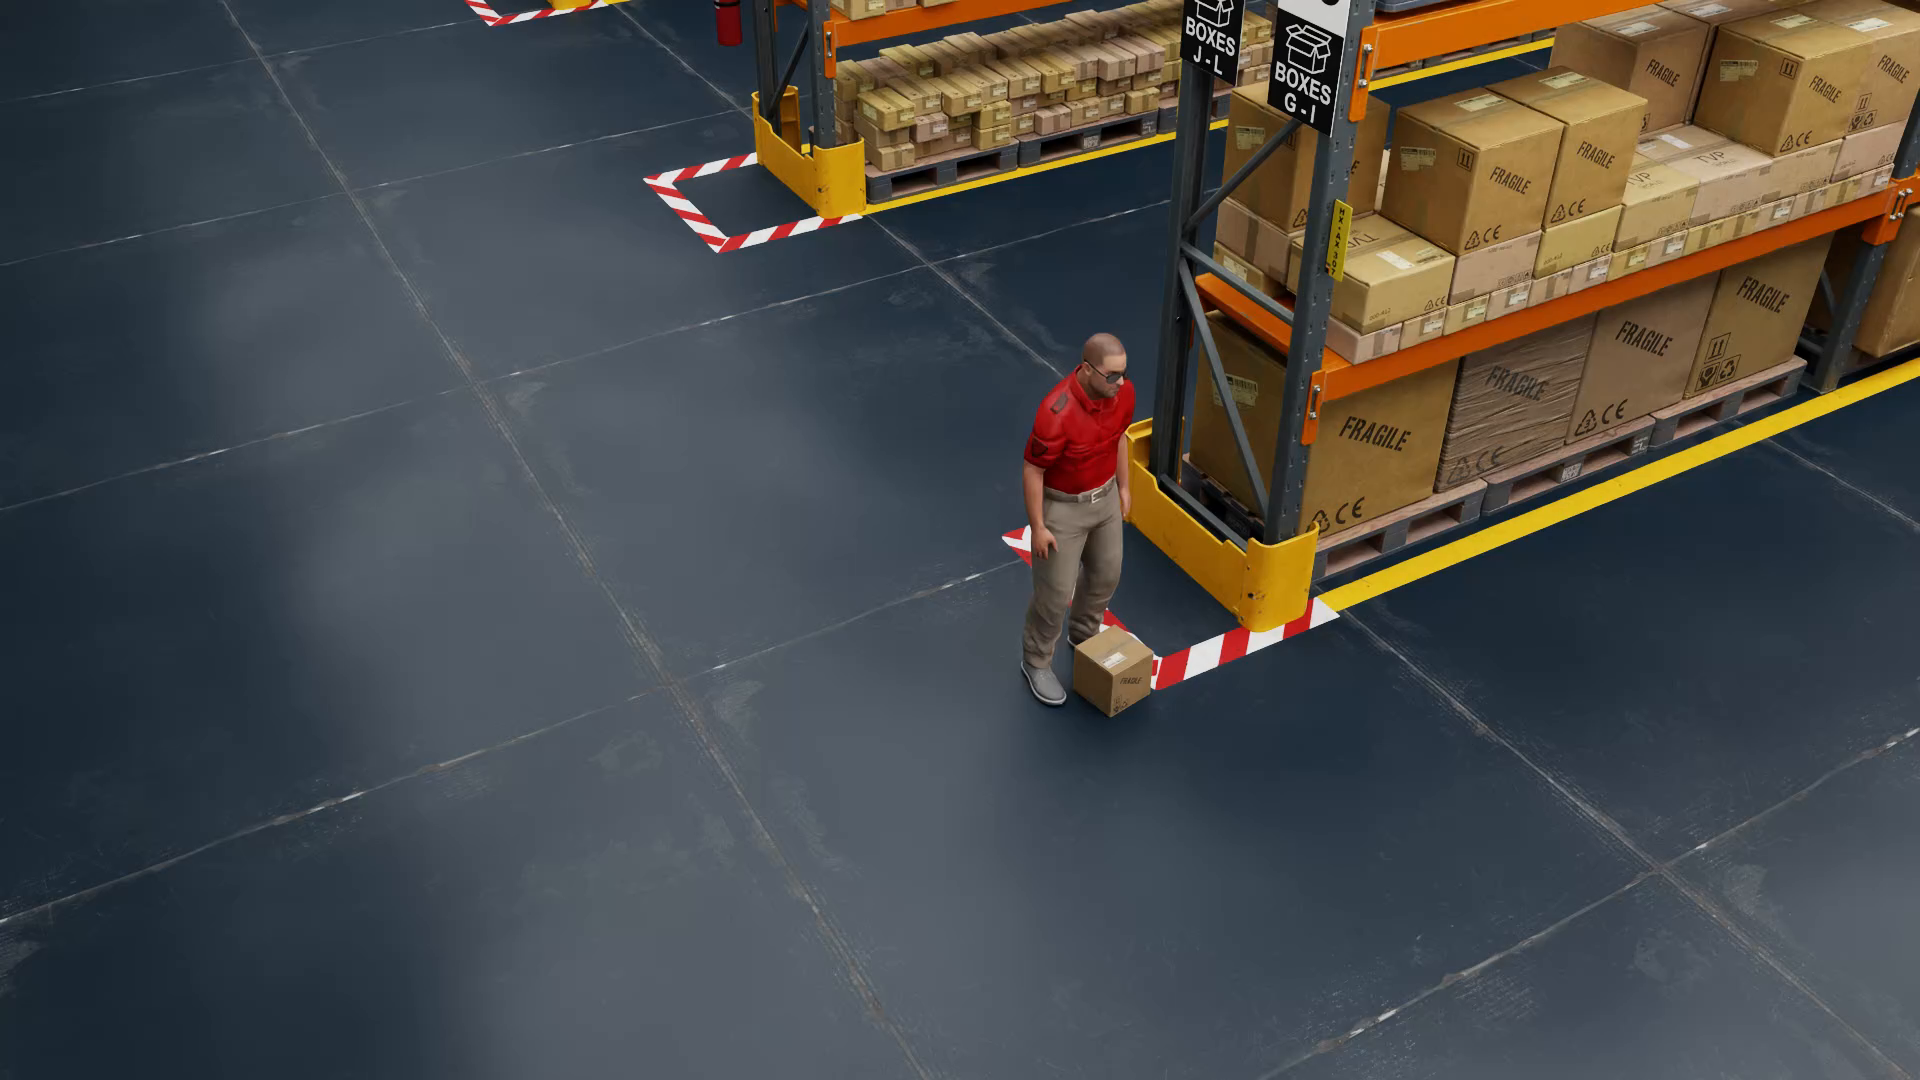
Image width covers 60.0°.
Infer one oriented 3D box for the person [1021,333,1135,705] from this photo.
[{"bbox_3d":[0.515,-0.131,7.118,0.591,1.725,0.392,-26,44,-31],"label":"person"}]
